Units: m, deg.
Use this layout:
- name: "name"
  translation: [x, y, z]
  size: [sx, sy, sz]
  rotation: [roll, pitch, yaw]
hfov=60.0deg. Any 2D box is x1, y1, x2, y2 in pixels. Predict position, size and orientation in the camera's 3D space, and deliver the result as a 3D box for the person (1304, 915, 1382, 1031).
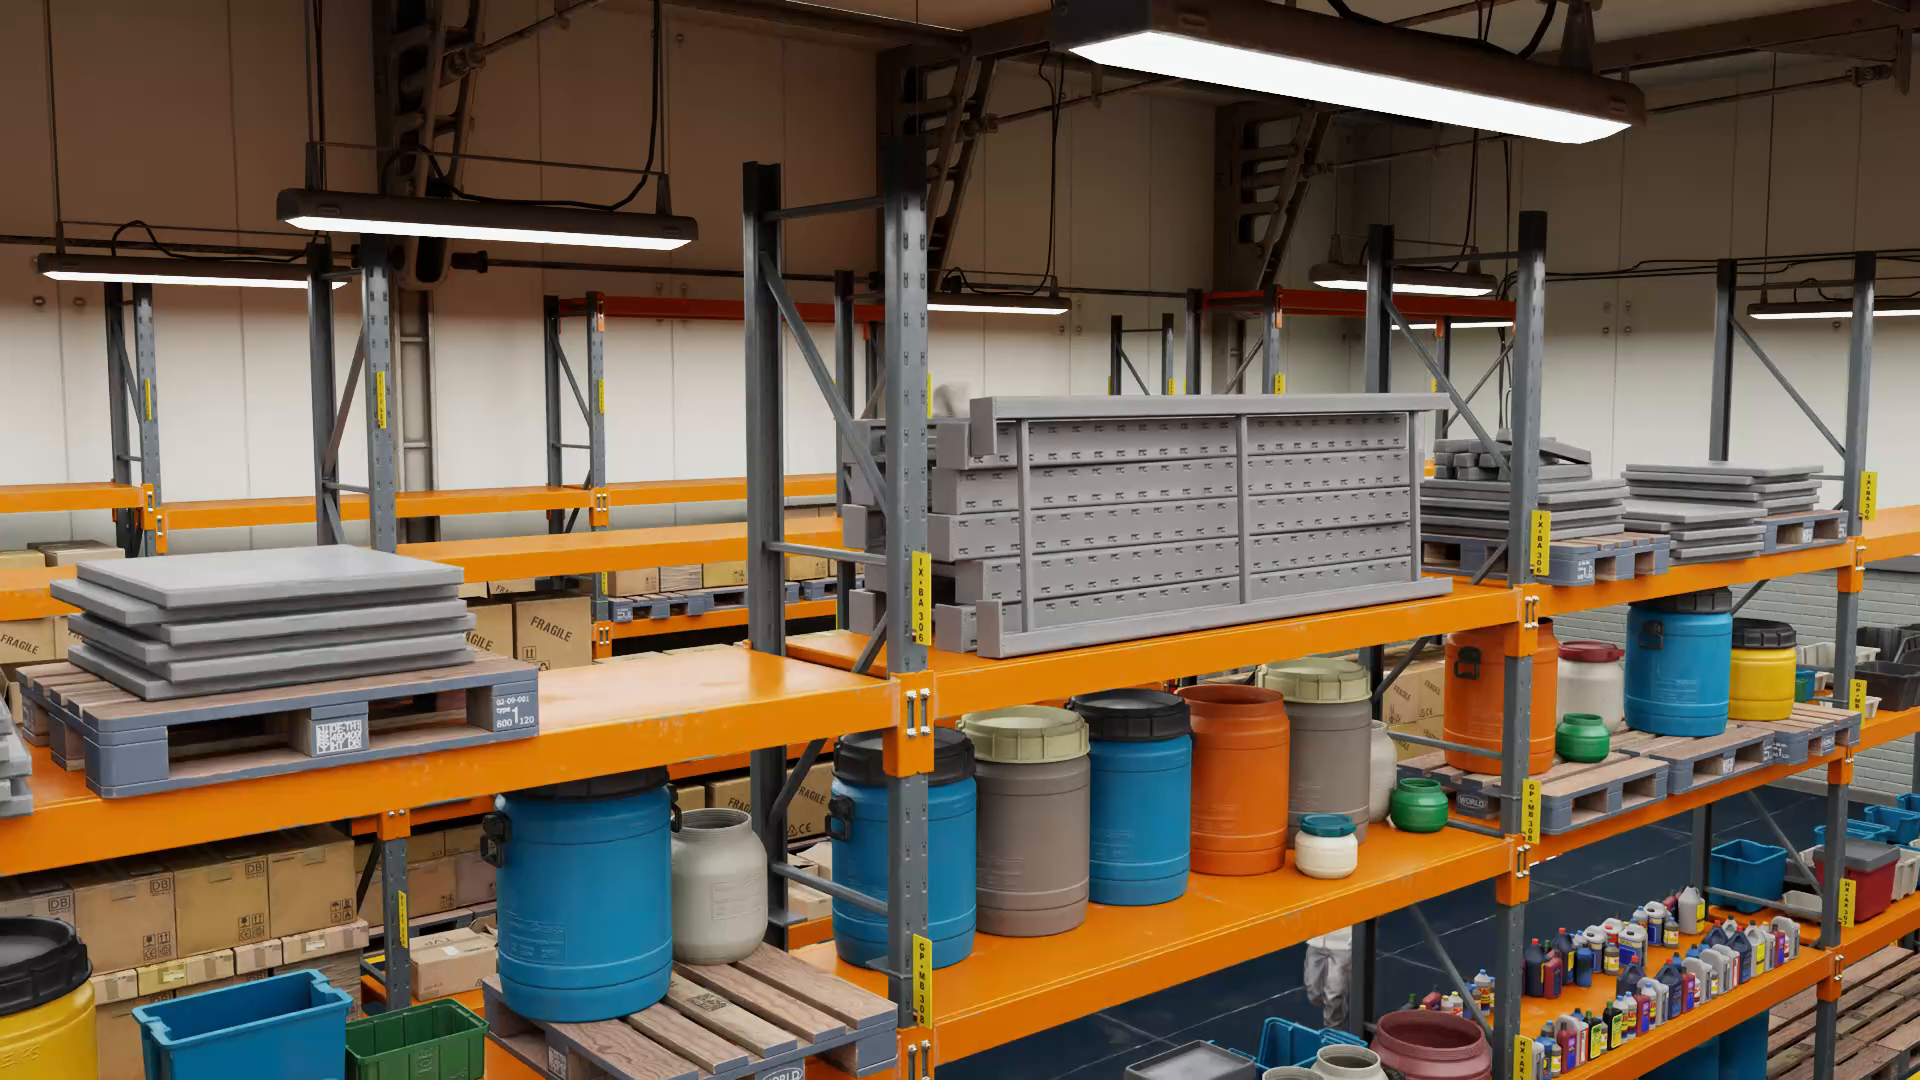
- name: "person"
  translation: [2.904, 3.080, 12.763]
  size: [0.669, 1.733, 0.695]
  rotation: [4, 7, 38]
